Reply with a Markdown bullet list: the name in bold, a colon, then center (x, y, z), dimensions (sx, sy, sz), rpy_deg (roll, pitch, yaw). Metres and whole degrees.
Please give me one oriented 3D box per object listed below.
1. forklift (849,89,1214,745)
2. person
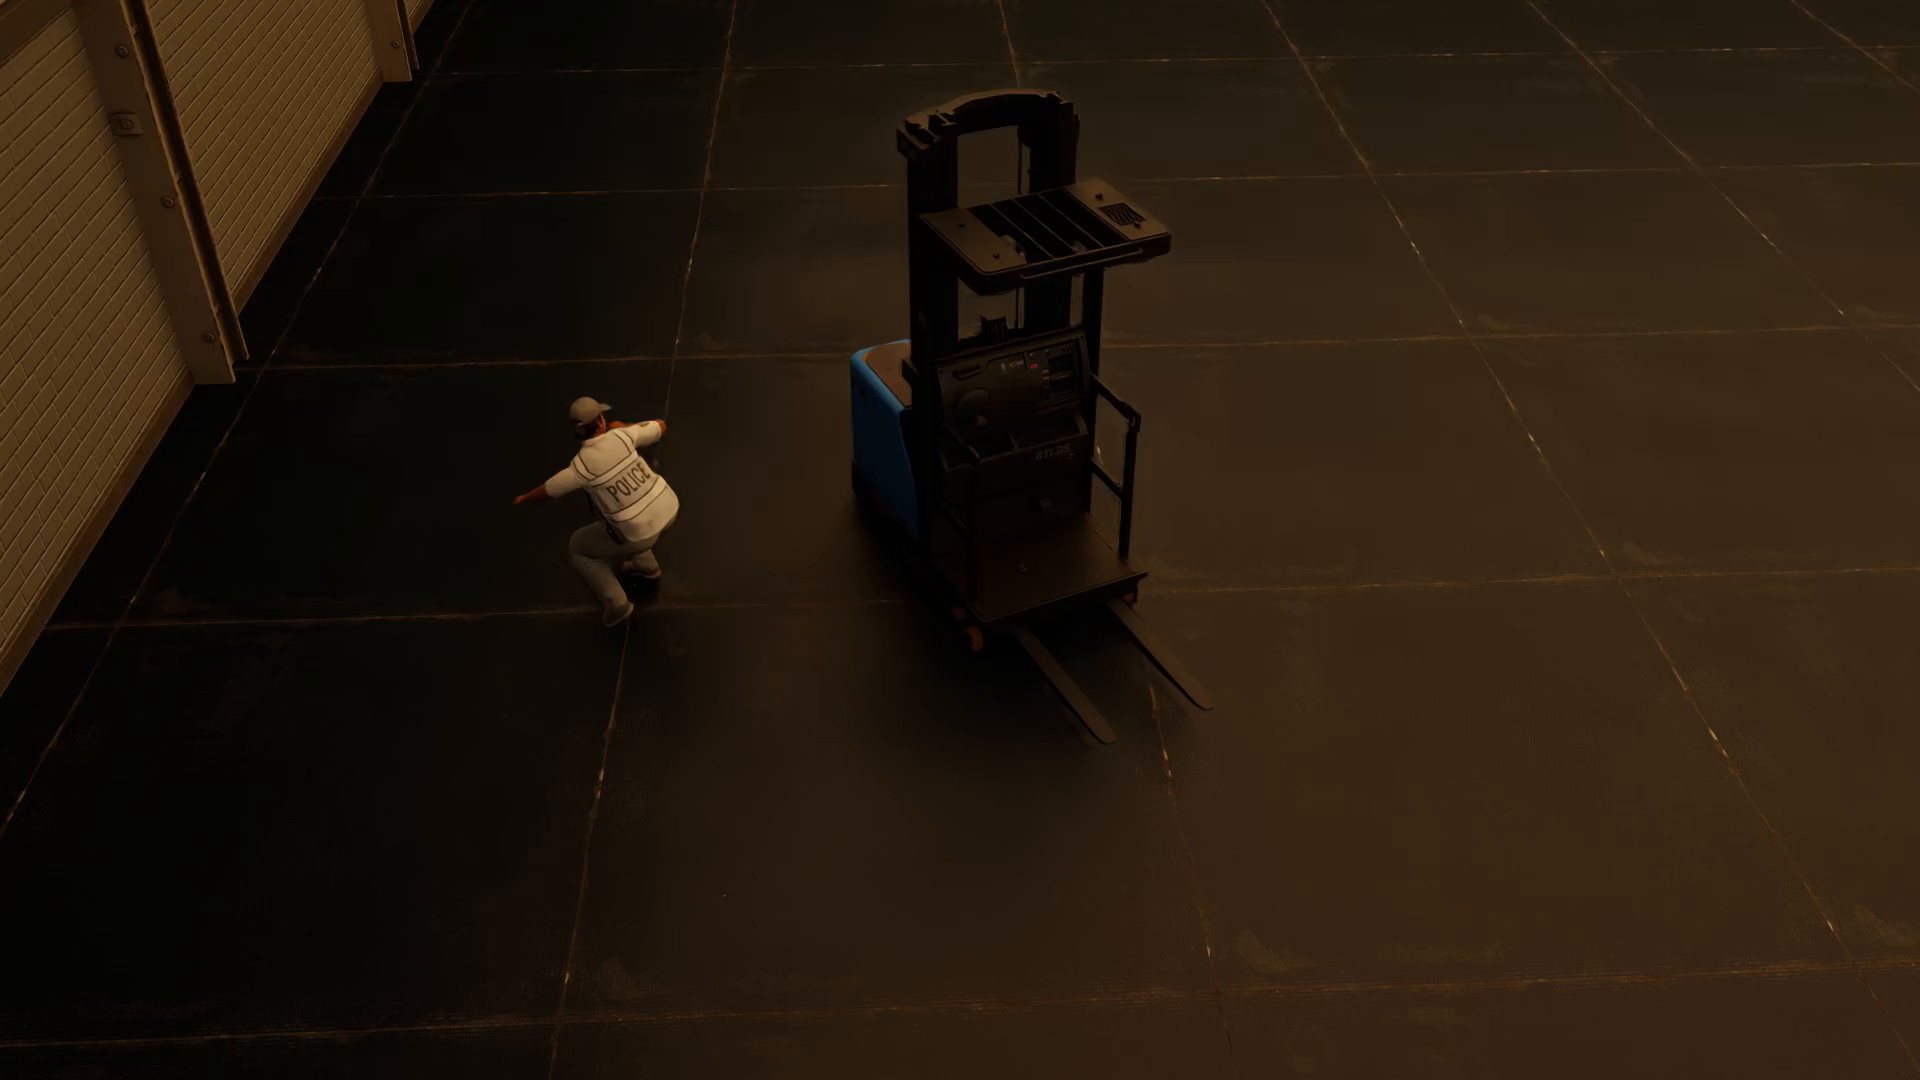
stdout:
- **forklift**: center (0.399, -0.826, 9.144), dimensions (1.130, 2.935, 3.031), rpy_deg (-16, 39, -21)
- **person**: center (-2.058, -0.230, 9.660), dimensions (0.910, 1.414, 0.739), rpy_deg (21, 41, 26)
